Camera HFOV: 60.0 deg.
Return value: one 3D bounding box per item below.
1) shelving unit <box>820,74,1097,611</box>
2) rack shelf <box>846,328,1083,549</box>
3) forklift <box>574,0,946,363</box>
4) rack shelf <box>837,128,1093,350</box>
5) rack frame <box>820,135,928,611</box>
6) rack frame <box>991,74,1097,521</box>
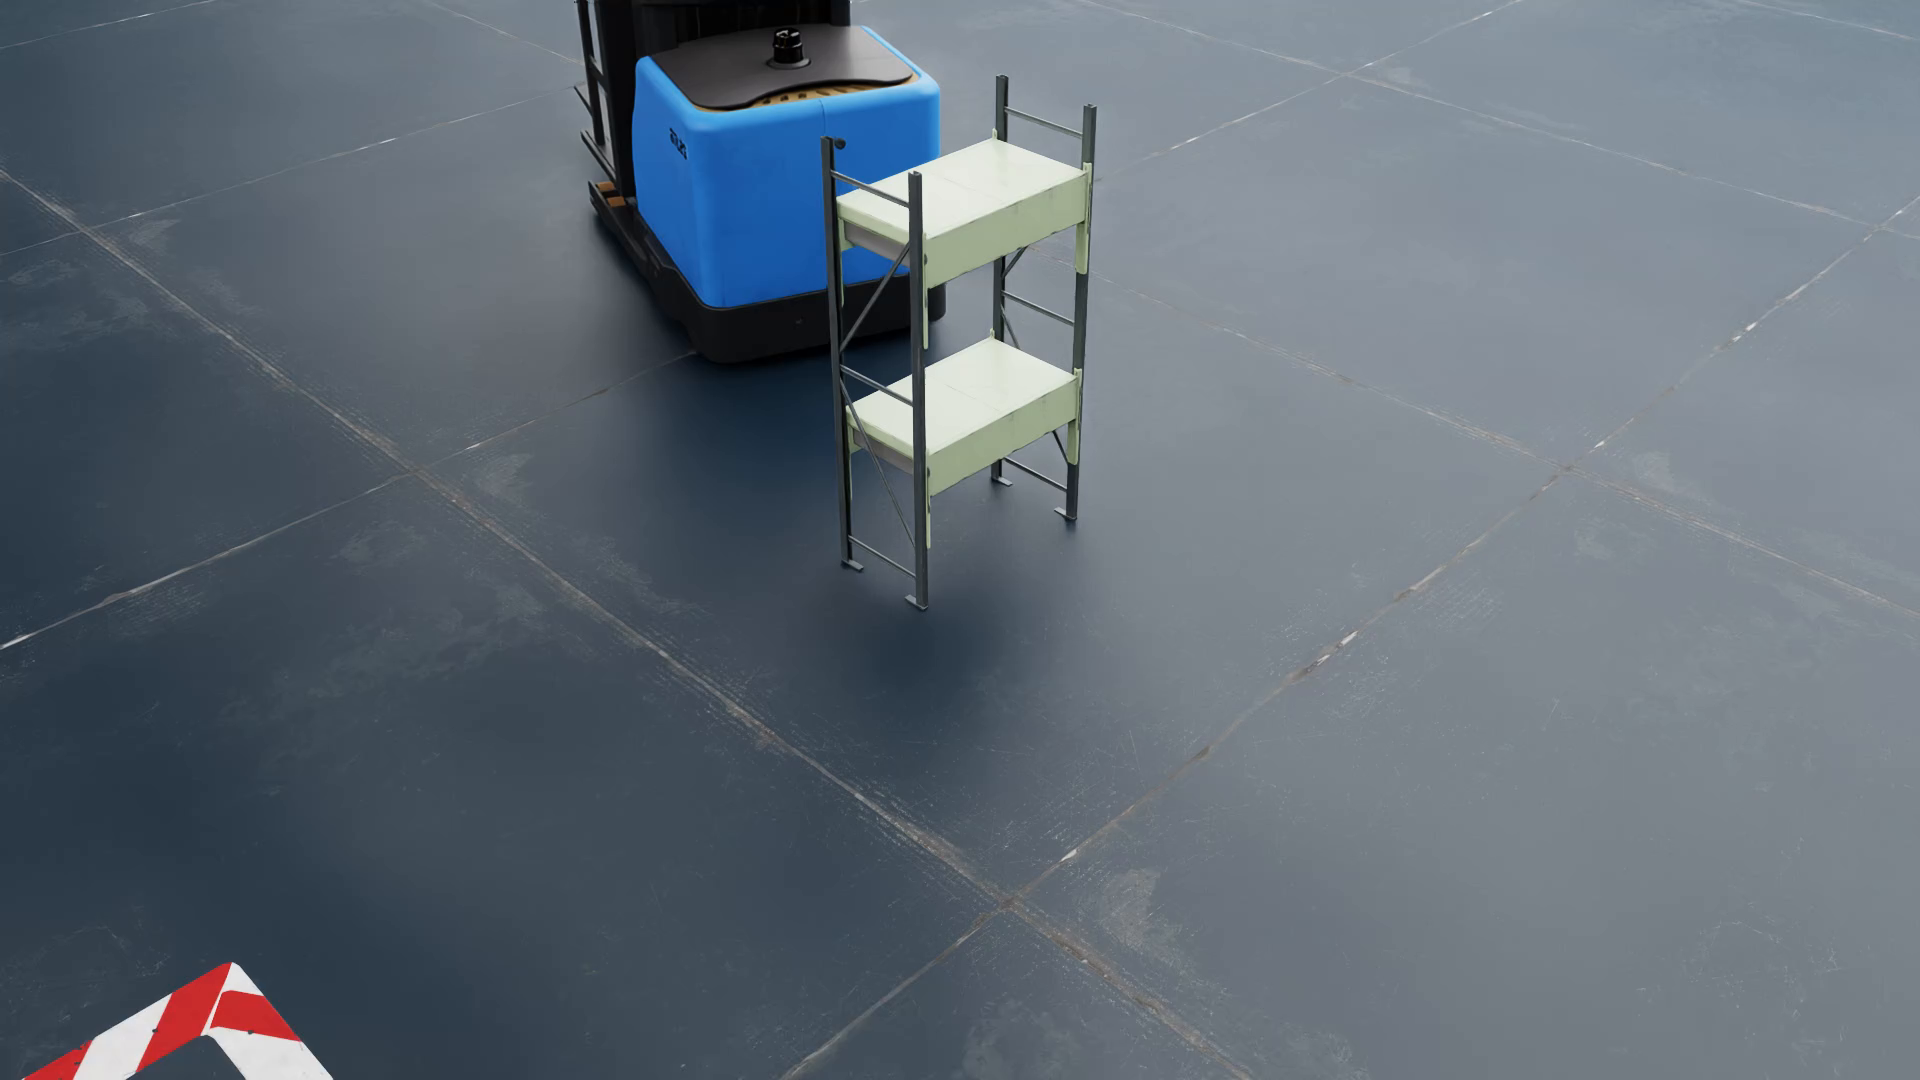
[{"bbox_3d":[0.005,-0.618,5.325,0.431,1.500,0.755,30,45,35],"label":"shelving unit"},{"bbox_3d":[0.005,-0.350,5.511,0.431,0.370,0.720,30,45,35],"label":"rack shelf"},{"bbox_3d":[-1.123,-2.740,7.117,1.130,2.935,3.031,-14,37,-20],"label":"forklift"},{"bbox_3d":[0.005,-0.938,5.102,0.431,0.370,0.720,30,45,35],"label":"rack shelf"},{"bbox_3d":[-0.253,-0.469,5.112,0.400,1.500,0.023,30,45,35],"label":"rack frame"},{"bbox_3d":[0.263,-0.766,5.538,0.400,1.500,0.023,30,45,35],"label":"rack frame"}]
